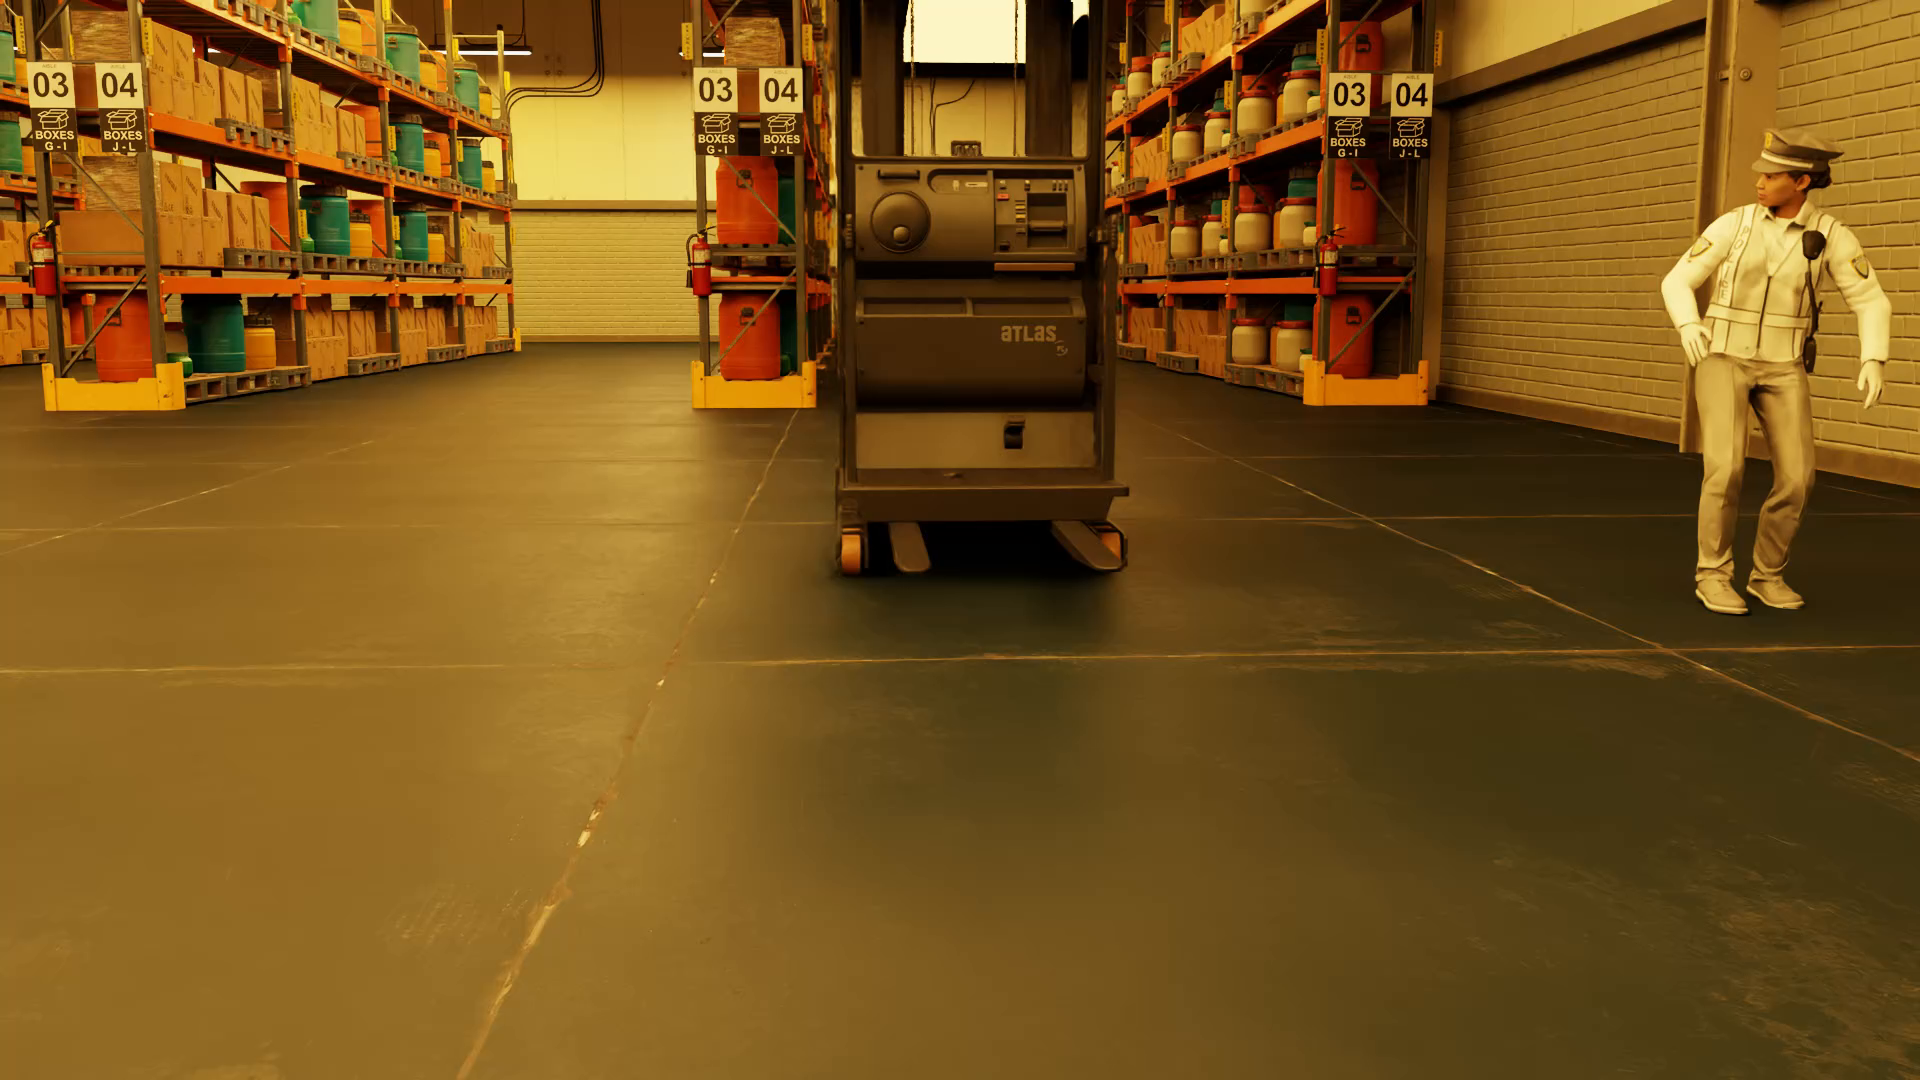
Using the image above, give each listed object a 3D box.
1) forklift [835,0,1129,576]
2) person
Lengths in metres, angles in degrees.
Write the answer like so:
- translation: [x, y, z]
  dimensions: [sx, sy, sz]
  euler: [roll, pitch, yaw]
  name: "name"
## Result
- translation: [0.061, -1.359, 6.483]
  dimensions: [1.130, 2.935, 3.031]
  euler: [-1, 8, -4]
  name: "forklift"
- translation: [2.772, -0.569, 5.676]
  dimensions: [0.712, 1.632, 0.481]
  euler: [2, 9, 15]
  name: "person"
